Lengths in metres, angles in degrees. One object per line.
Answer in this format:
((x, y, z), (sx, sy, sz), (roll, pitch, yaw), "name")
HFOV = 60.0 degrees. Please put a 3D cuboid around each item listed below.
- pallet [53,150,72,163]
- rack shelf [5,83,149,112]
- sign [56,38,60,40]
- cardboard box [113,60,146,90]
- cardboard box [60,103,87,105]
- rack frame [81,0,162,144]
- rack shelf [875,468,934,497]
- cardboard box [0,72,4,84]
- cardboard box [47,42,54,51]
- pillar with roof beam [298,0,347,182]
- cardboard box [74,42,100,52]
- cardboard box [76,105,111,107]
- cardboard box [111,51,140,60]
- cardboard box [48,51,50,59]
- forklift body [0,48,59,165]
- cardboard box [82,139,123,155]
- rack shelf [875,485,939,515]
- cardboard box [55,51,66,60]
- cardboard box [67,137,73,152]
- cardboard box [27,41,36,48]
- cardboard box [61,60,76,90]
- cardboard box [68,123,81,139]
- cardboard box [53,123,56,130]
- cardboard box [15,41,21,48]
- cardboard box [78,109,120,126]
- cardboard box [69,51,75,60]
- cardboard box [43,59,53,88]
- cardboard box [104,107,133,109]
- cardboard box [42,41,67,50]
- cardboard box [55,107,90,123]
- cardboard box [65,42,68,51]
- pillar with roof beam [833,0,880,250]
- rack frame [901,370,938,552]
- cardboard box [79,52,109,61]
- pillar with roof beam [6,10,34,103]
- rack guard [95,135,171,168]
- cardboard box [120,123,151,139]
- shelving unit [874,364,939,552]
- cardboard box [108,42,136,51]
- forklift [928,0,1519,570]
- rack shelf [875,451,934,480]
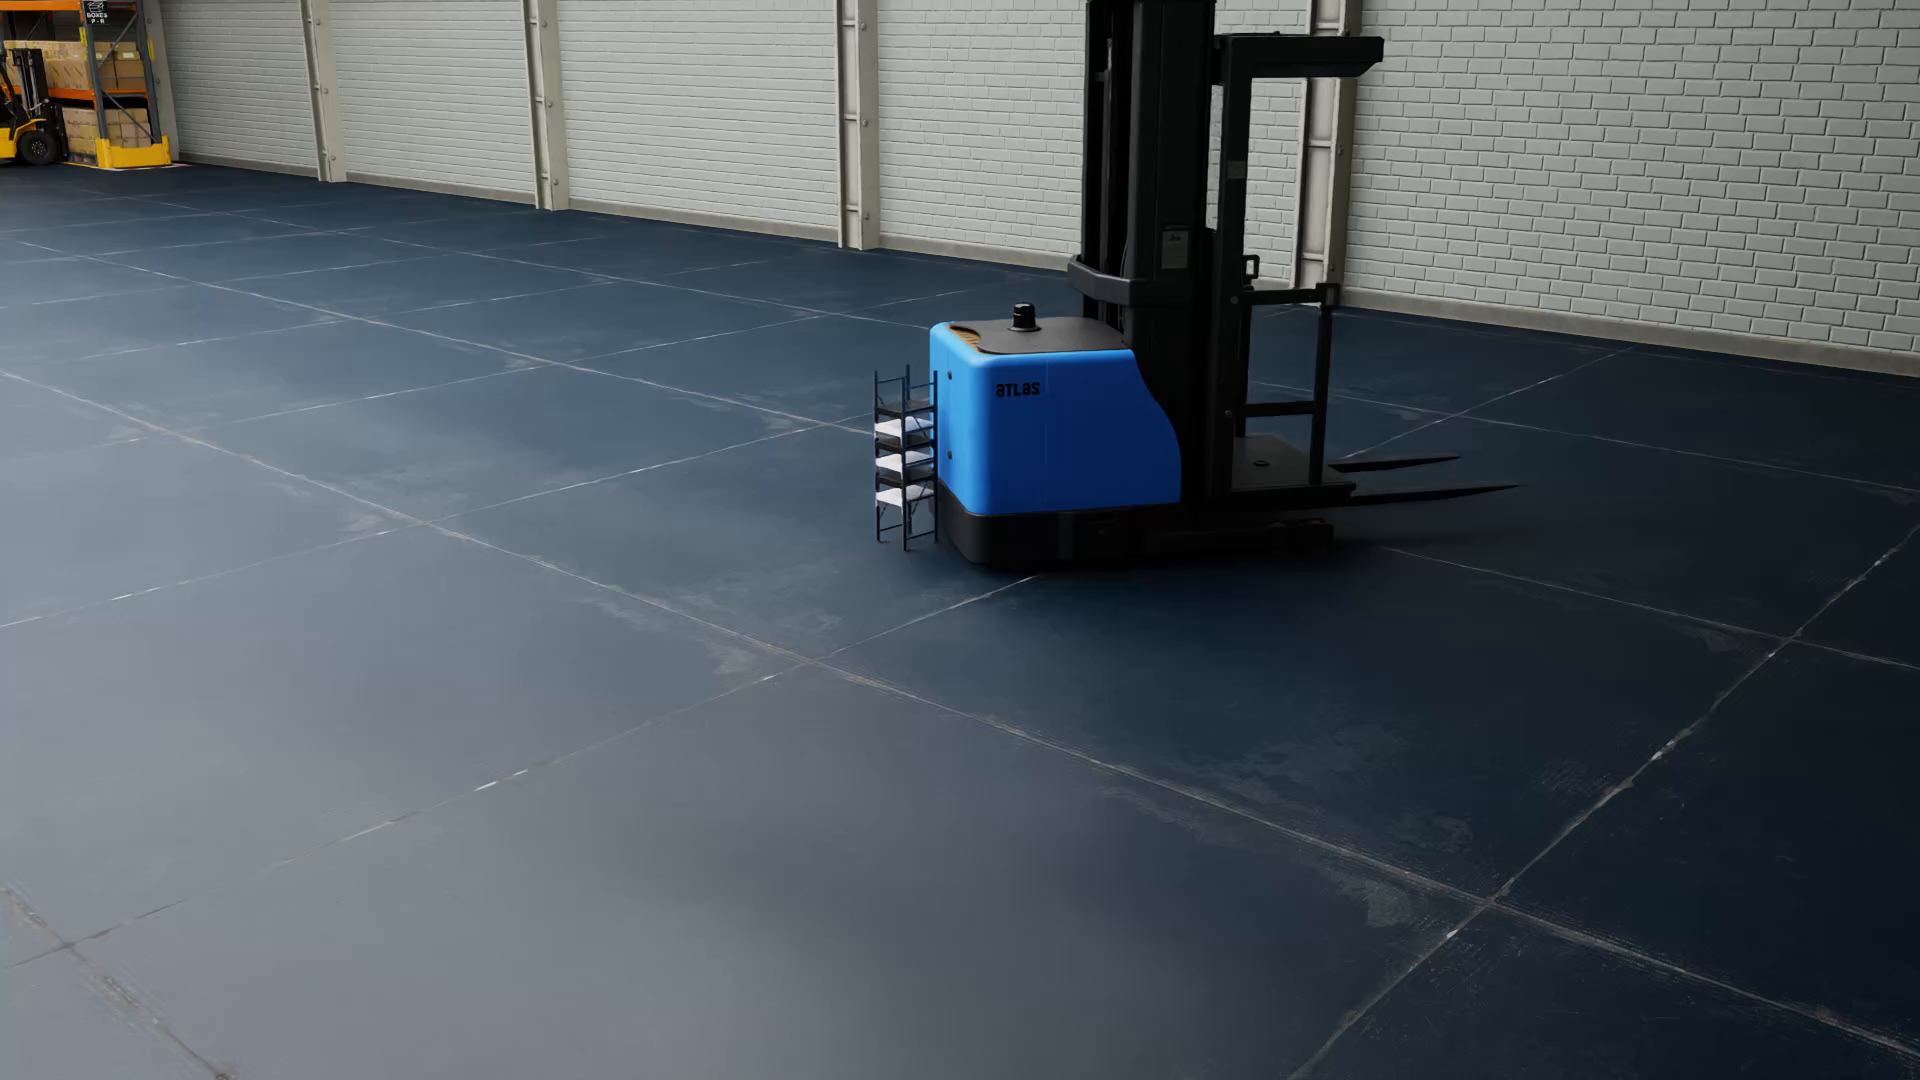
((-16.217, -7.166, 30.843), (1.213, 0.211, 1.003), (15, 23, 39), "pallet")
((-16.205, -8.165, 30.569), (4.000, 0.370, 1.077), (15, 23, 39), "rack shelf")
((-17.334, -9.485, 31.979), (0.005, 0.325, 0.100), (15, 23, 39), "sign")
((-14.895, -8.316, 29.691), (0.500, 0.500, 0.500), (16, 24, 41), "cardboard box")
((-16.816, -8.122, 31.443), (0.500, 0.250, 0.500), (15, 23, 38), "cardboard box")
((-14.709, -8.106, 29.195), (0.127, 3.000, 1.000), (15, 23, 39), "rack frame")
((-0.271, -0.298, 8.471), (0.258, 0.077, 0.200), (-16, 24, -42), "rack shelf")
((-18.252, -8.880, 31.881), (0.500, 0.250, 0.500), (16, 23, 40), "cardboard box")
((-16.138, -8.863, 29.849), (0.250, 0.149, 0.380), (16, 23, 40), "cardboard box")
((-13.002, -9.131, 22.505), (0.400, 9.000, 9.100), (15, 23, 39), "pillar with roof beam")
((-15.322, -8.671, 29.247), (0.250, 0.149, 0.380), (15, 23, 39), "cardboard box")
((-16.065, -7.918, 30.802), (0.500, 0.250, 0.500), (14, 23, 38), "cardboard box")
((-14.791, -8.590, 29.481), (0.250, 0.149, 0.380), (14, 23, 38), "cardboard box")
((-16.257, -8.792, 30.118), (0.250, 0.149, 0.380), (15, 23, 39), "cardboard box")
((-17.339, -7.669, 29.222), (1.214, 2.155, 2.313), (15, 23, 39), "forklift body")
((-15.270, -7.019, 29.619), (0.500, 0.250, 0.500), (15, 23, 40), "cardboard box")
((-0.271, -0.212, 8.498), (0.258, 0.077, 0.200), (-16, 24, -42), "rack shelf")
((-15.928, -8.675, 29.750), (0.250, 0.149, 0.380), (14, 22, 38), "cardboard box")
((-16.004, -7.223, 30.264), (0.500, 0.250, 0.500), (15, 23, 40), "cardboard box")
((-16.871, -9.075, 30.517), (0.250, 0.149, 0.380), (15, 23, 38), "cardboard box")
((-15.634, -8.299, 29.639), (0.500, 0.500, 0.500), (16, 24, 41), "cardboard box")
((-15.649, -7.364, 29.882), (0.500, 0.250, 0.500), (15, 23, 39), "cardboard box")
((-16.421, -7.564, 30.513), (0.500, 0.250, 0.500), (15, 23, 39), "cardboard box")
((-17.392, -9.249, 31.066), (0.250, 0.149, 0.380), (15, 23, 40), "cardboard box")
((-15.261, -7.494, 29.465), (0.500, 0.250, 0.500), (16, 24, 41), "cardboard box")
((-15.519, -8.580, 29.450), (0.250, 0.149, 0.380), (16, 23, 40), "cardboard box")
((-16.400, -8.501, 30.273), (0.500, 0.500, 0.500), (15, 23, 40), "cardboard box")
((-15.319, -7.711, 30.149), (0.500, 0.250, 0.500), (15, 23, 39), "cardboard box")
((-16.445, -8.990, 30.251), (0.250, 0.149, 0.380), (15, 23, 39), "cardboard box")
((-16.031, -7.694, 30.096), (0.500, 0.250, 0.500), (15, 23, 40), "cardboard box")
((-15.673, -8.785, 29.604), (0.250, 0.149, 0.380), (15, 23, 40), "cardboard box")
((-4.026, -6.721, 14.913), (0.400, 9.000, 9.100), (15, 23, 39), "pillar with roof beam")
((-0.200, -0.394, 8.364), (0.240, 0.900, 0.006), (-16, 24, -42), "rack frame")
((-15.155, -8.469, 29.101), (0.250, 0.149, 0.380), (15, 23, 40), "cardboard box")
((-21.977, -11.540, 30.097), (0.400, 9.000, 9.100), (15, 23, 39), "pillar with roof beam")
((-14.691, -6.910, 29.558), (0.348, 0.500, 1.175), (15, 23, 39), "rack guard")
((-14.923, -7.375, 29.917), (0.500, 0.250, 0.500), (16, 23, 40), "cardboard box")
((-0.271, -0.416, 8.433), (0.258, 0.900, 0.210), (-16, 24, -42), "shelving unit")
((-14.819, -8.720, 29.401), (0.250, 0.149, 0.380), (14, 23, 38), "cardboard box")
((1.405, -1.467, 8.389), (3.031, 2.935, 1.130), (-4, 18, -13), "forklift")
((-0.271, -0.384, 8.443), (0.258, 0.077, 0.200), (-16, 24, -42), "rack shelf")
